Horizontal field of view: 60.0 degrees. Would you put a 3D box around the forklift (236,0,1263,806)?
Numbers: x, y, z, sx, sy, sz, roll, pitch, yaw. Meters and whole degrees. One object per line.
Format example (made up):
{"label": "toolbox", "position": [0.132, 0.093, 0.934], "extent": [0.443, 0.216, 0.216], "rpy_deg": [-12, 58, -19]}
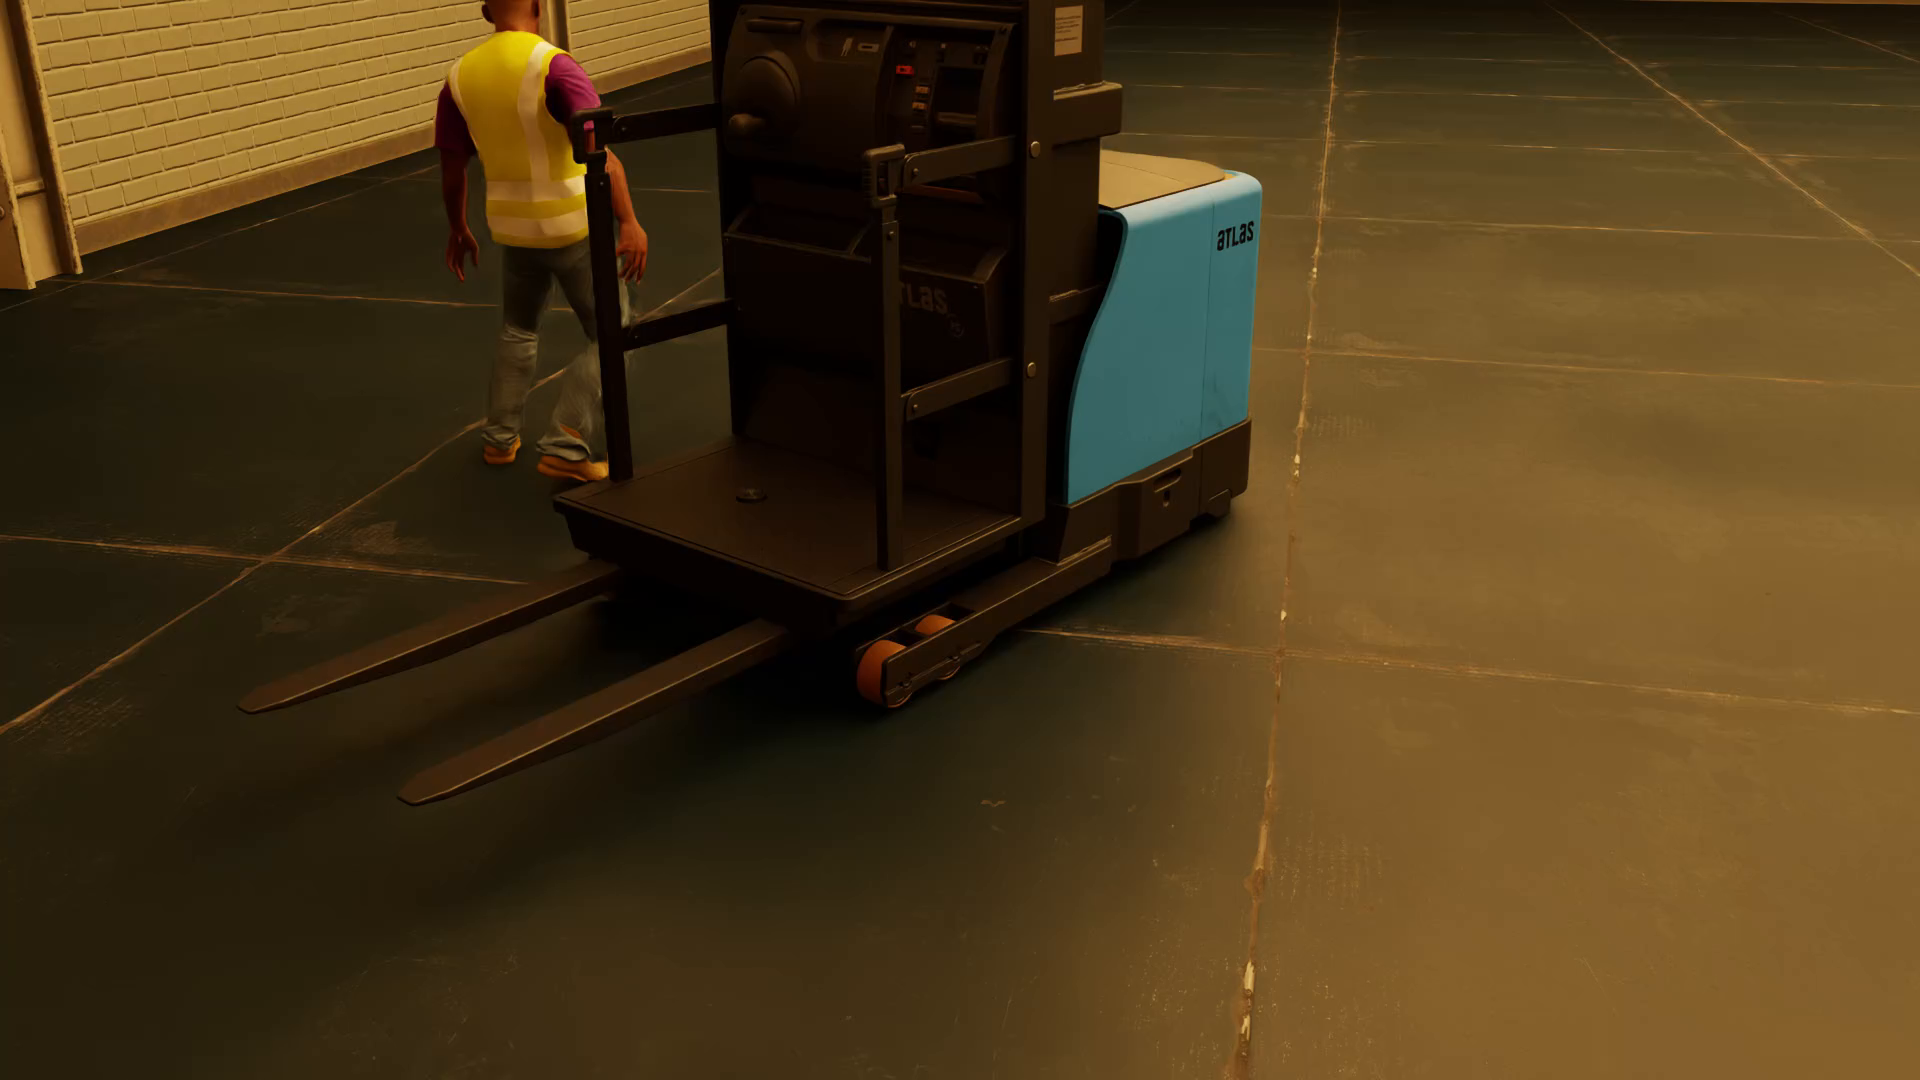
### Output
{"label": "forklift", "position": [-0.387, -1.152, 4.093], "extent": [1.130, 2.935, 3.031], "rpy_deg": [17, 28, 36]}

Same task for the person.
{"label": "person", "position": [-1.360, -1.027, 5.439], "extent": [0.918, 1.688, 0.494], "rpy_deg": [13, 25, 28]}
